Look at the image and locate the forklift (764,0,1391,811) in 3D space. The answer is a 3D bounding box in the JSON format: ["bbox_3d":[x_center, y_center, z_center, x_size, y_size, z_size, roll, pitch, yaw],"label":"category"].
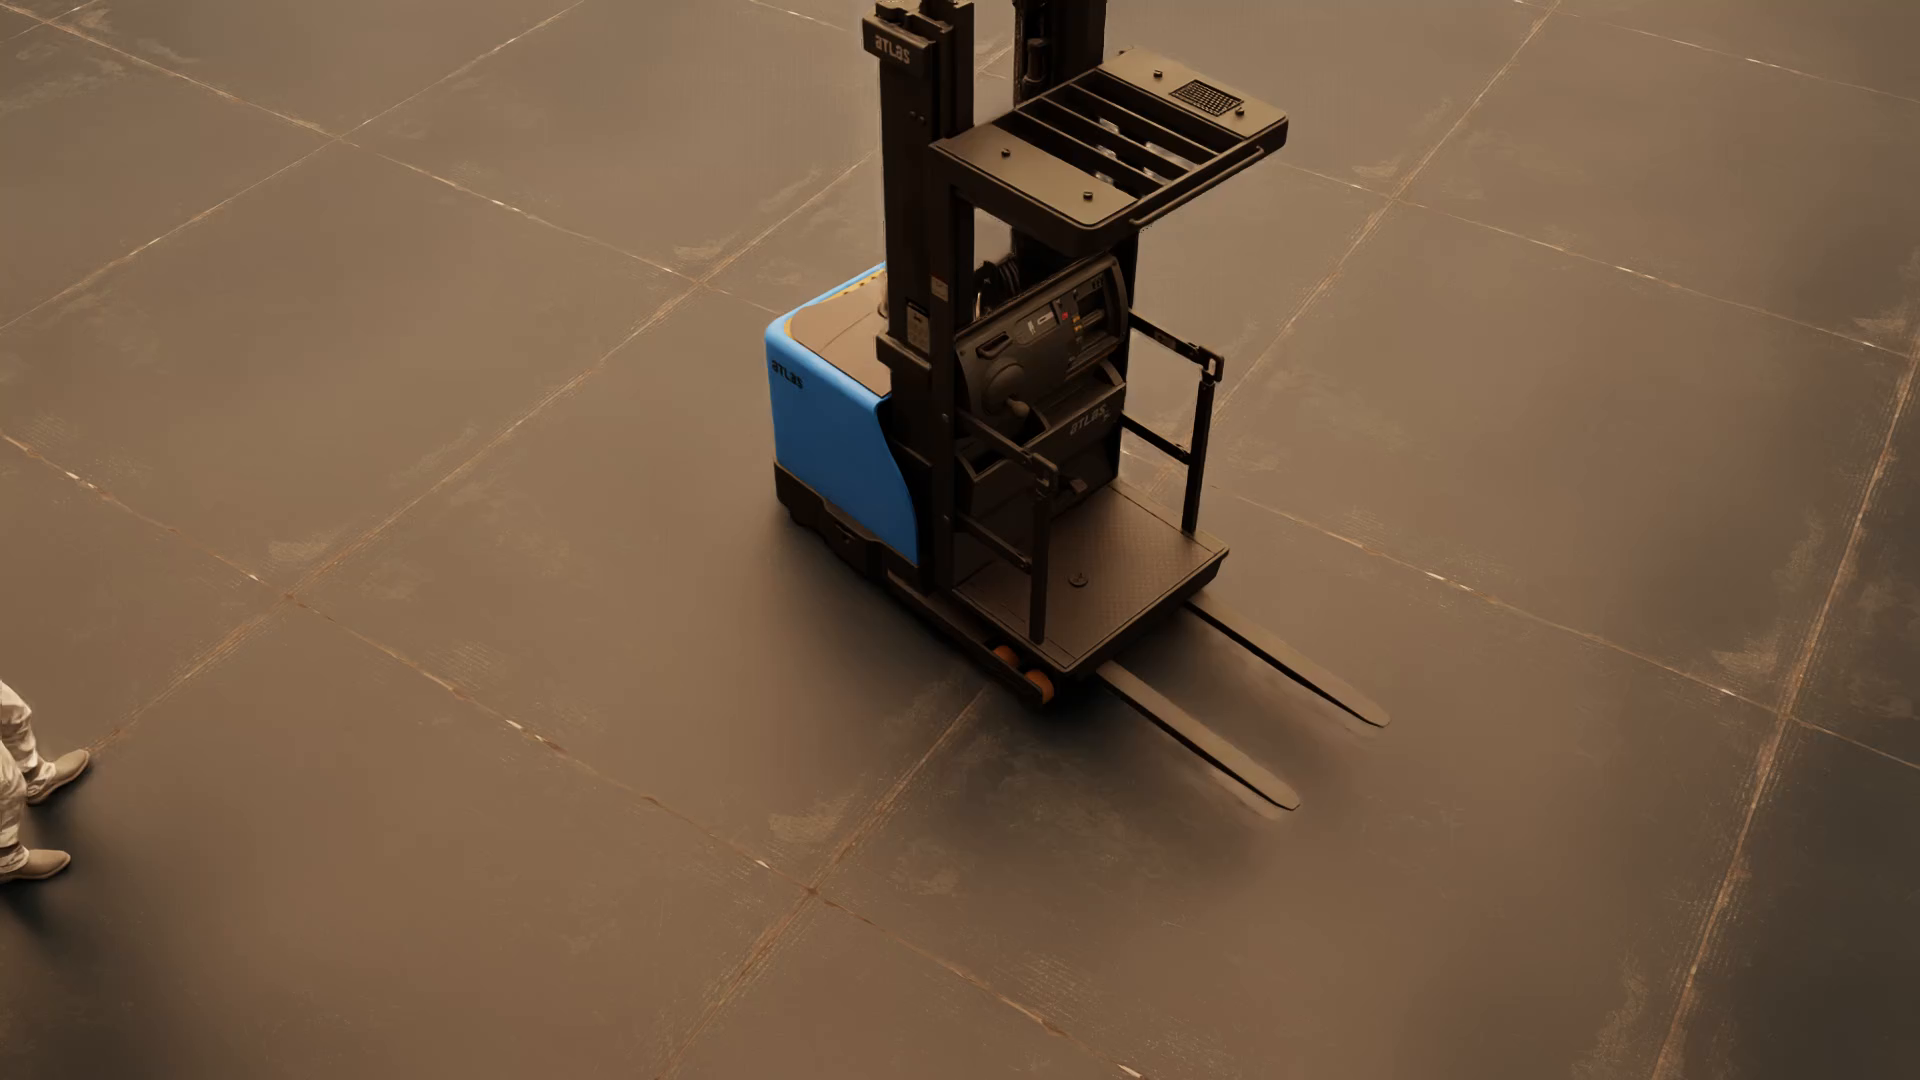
[{"bbox_3d":[0.491,-0.746,6.635,1.130,2.935,3.031,-34,53,-30],"label":"forklift"}]

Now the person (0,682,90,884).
[{"bbox_3d":[-3.677,0.580,6.095,0.431,1.750,0.848,-14,45,-14],"label":"person"}]
